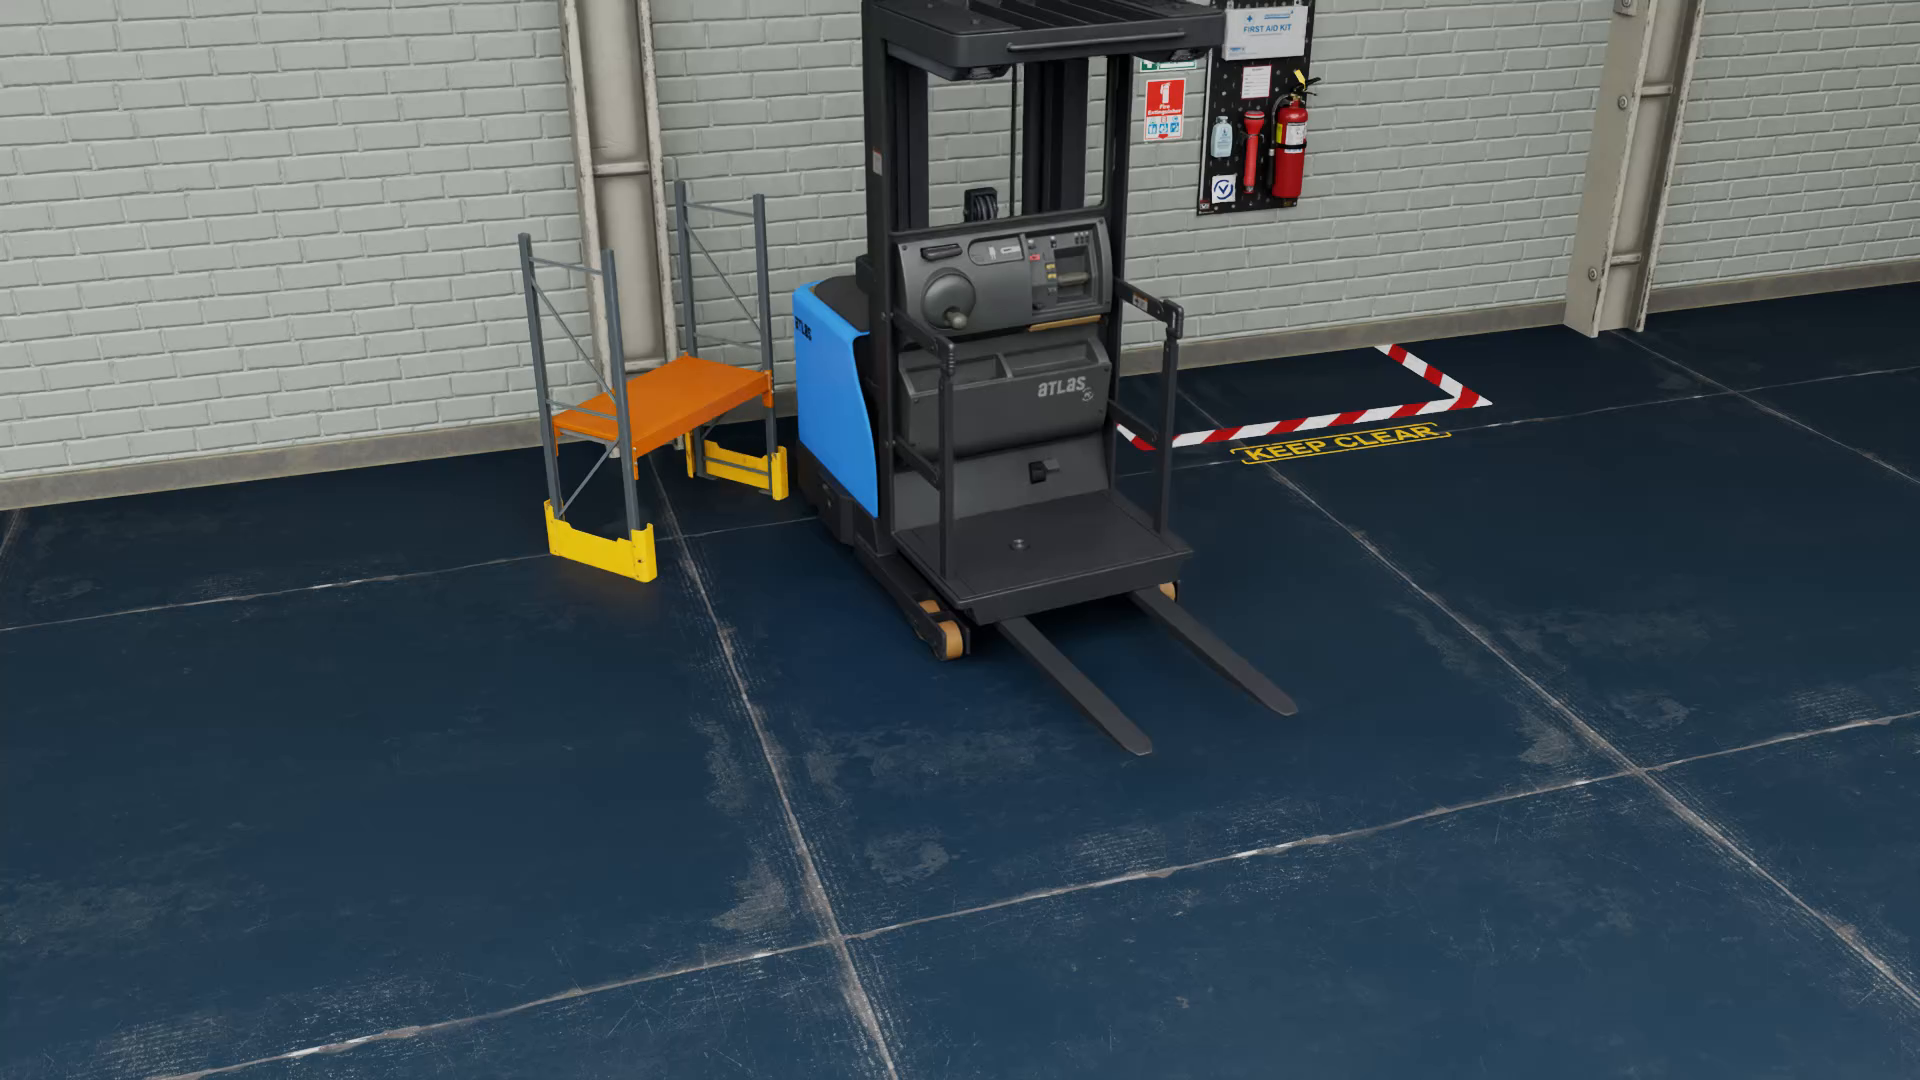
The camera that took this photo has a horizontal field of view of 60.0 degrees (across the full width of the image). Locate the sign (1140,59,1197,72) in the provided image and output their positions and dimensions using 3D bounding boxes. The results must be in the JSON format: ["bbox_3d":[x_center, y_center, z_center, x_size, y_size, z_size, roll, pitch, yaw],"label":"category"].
[{"bbox_3d":[1.122,-2.580,8.937,0.331,0.109,0.001,-8,28,-16],"label":"sign"}]

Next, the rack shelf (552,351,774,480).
[{"bbox_3d":[-1.368,-0.590,7.656,0.538,0.185,1.000,15,30,27],"label":"rack shelf"}]

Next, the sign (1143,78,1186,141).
[{"bbox_3d":[1.115,-2.345,9.061,0.234,0.329,0.001,-8,28,-16],"label":"sign"}]

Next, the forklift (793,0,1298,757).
[{"bbox_3d":[0.283,-1.041,6.551,1.130,2.935,3.031,-12,29,-22],"label":"forklift"}]

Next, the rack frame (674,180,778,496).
[{"bbox_3d":[-1.109,-0.945,7.968,0.500,1.500,0.032,15,30,27],"label":"rack frame"}]

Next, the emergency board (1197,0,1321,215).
[{"bbox_3d":[1.672,-2.362,9.134,0.643,1.169,0.194,-8,28,-16],"label":"emergency board"}]

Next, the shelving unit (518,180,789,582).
[{"bbox_3d":[-1.364,-0.755,7.583,0.587,1.500,1.083,15,30,27],"label":"shelving unit"}]

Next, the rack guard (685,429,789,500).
[{"bbox_3d":[-1.110,-0.385,8.245,0.587,0.250,0.087,15,30,27],"label":"rack guard"}]

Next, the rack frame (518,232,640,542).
[{"bbox_3d":[-1.628,-0.557,7.185,0.500,1.500,0.032,15,30,27],"label":"rack frame"}]

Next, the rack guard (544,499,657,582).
[{"bbox_3d":[-1.618,-0.004,7.477,0.587,0.250,0.087,15,30,27],"label":"rack guard"}]

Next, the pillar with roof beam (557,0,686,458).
[{"bbox_3d":[-0.338,-2.727,3.123,0.400,9.000,9.100,-8,28,-16],"label":"pillar with roof beam"}]

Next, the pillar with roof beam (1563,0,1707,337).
[{"bbox_3d":[5.367,-3.553,4.787,0.400,9.000,9.100,-8,28,-16],"label":"pillar with roof beam"}]

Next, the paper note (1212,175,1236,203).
[{"bbox_3d":[1.483,-1.972,9.340,0.142,0.148,0.016,-8,28,-16],"label":"paper note"}]
